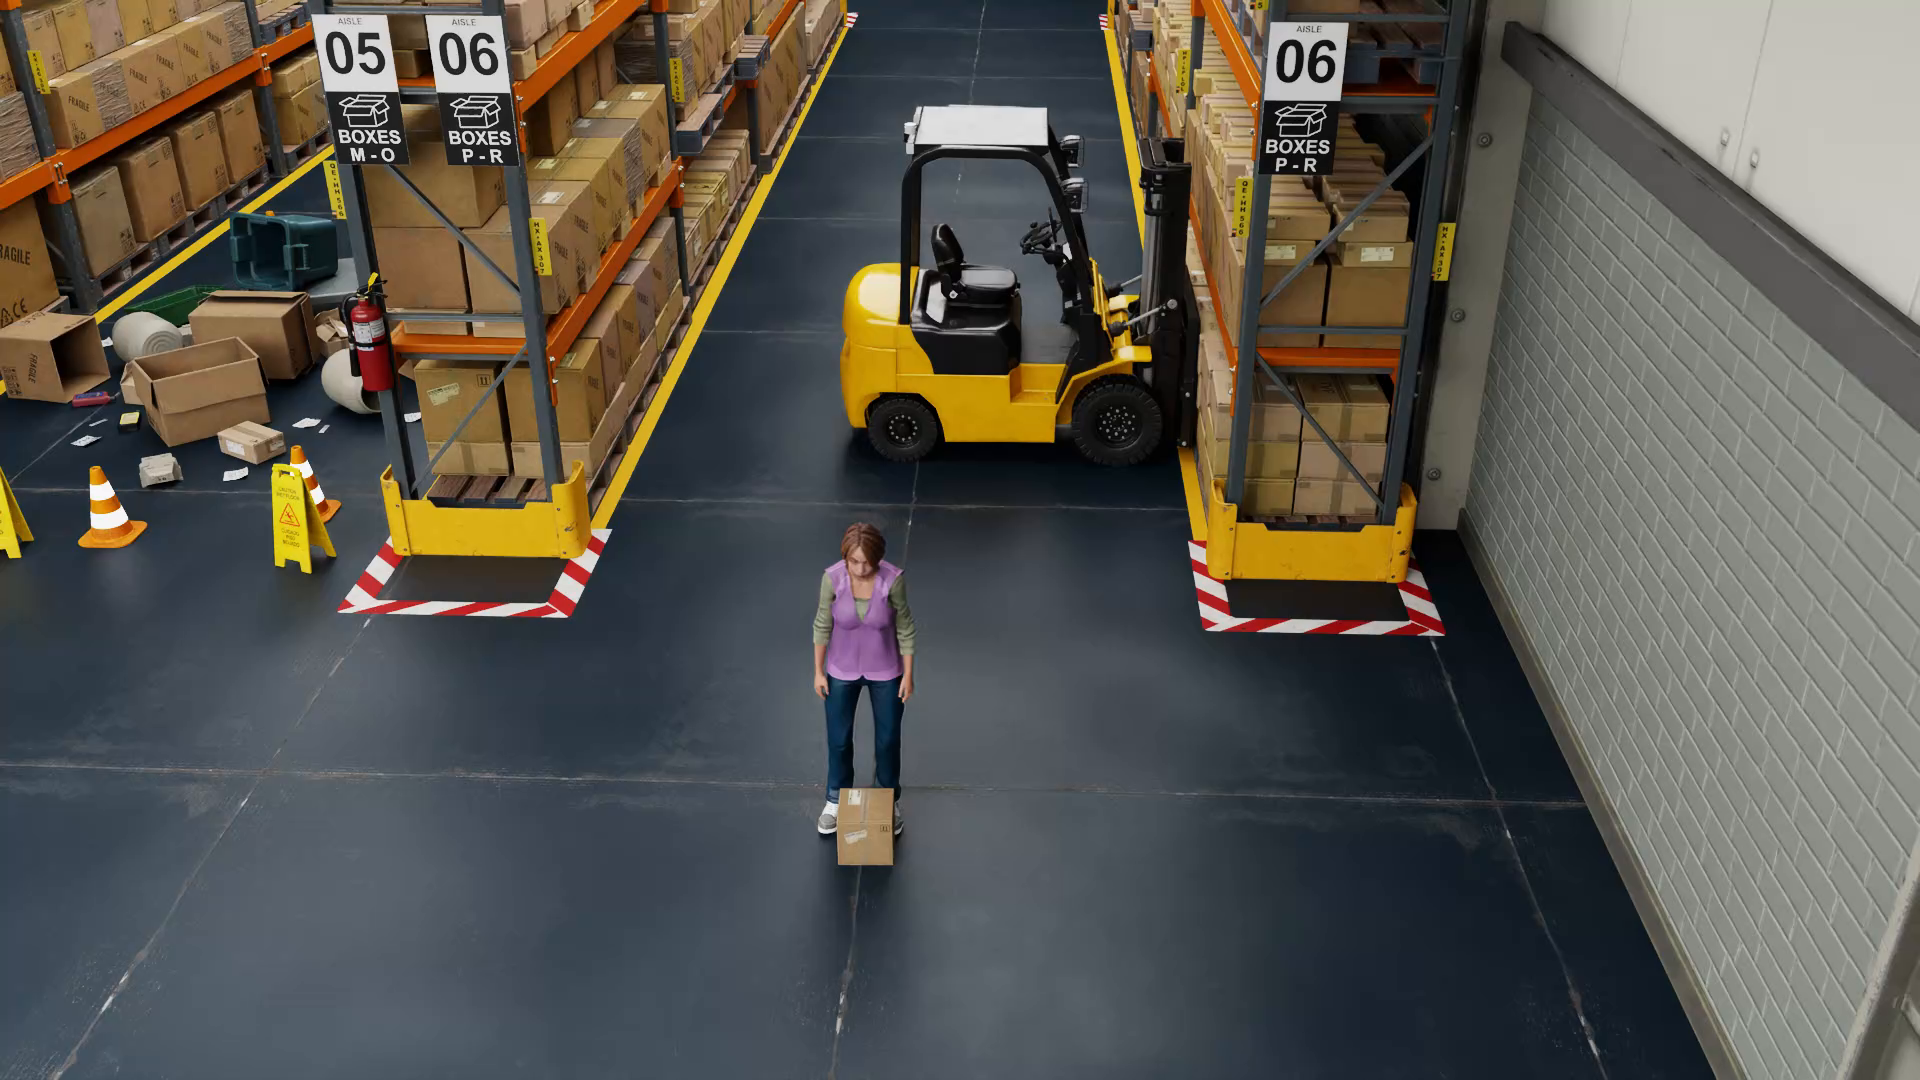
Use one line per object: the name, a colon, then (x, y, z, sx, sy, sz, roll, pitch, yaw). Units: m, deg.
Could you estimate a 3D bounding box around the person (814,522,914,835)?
person: (-0.435, 0.610, 7.503, 0.455, 1.593, 0.346, 1, 28, 2)
